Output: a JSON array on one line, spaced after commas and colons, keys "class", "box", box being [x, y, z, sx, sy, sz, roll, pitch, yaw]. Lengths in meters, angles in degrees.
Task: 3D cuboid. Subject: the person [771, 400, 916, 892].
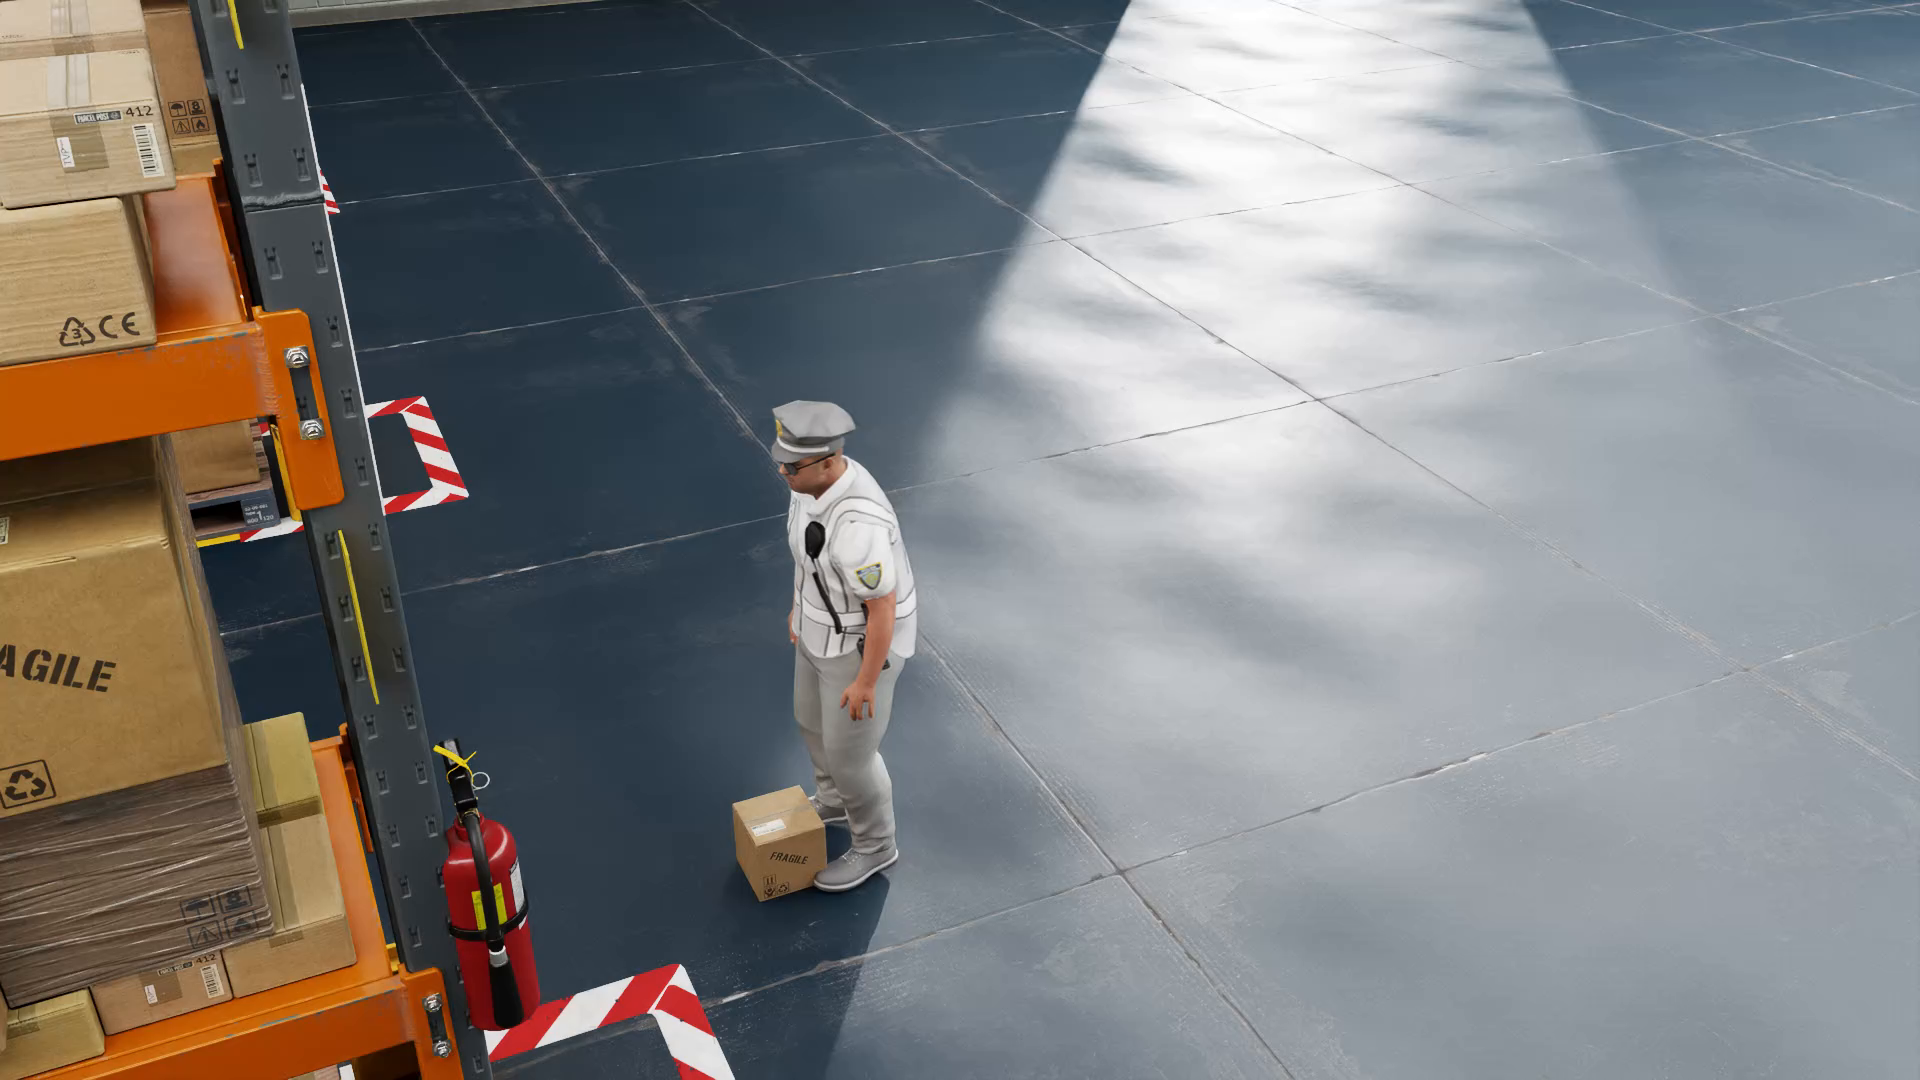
[{"class": "person", "box": [-0.382, 0.338, 5.516, 0.435, 1.748, 0.590, -13, 32, -23]}]
